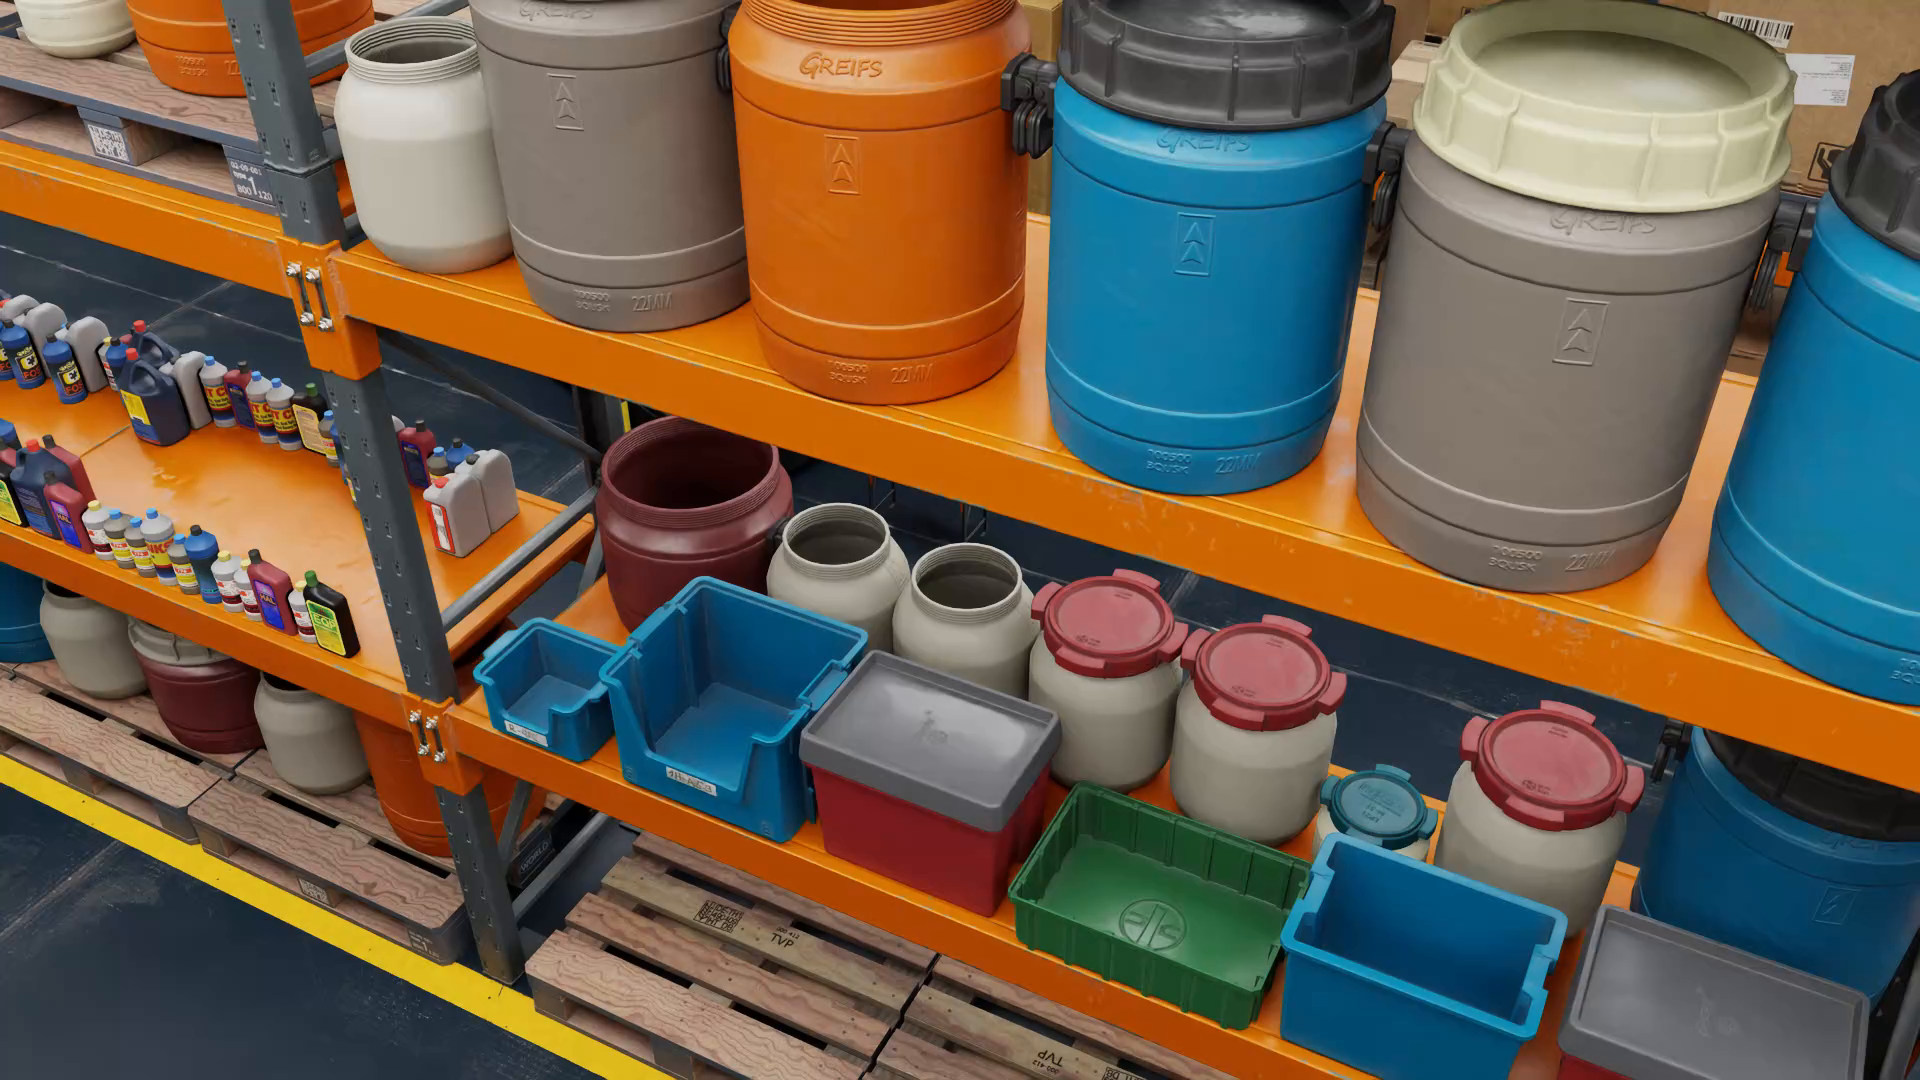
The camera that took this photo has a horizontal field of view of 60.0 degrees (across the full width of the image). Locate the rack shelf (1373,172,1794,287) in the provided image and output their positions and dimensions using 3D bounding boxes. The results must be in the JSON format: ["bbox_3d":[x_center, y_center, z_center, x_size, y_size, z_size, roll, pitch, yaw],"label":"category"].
[{"bbox_3d":[2.687,-1.756,8.177,4.000,0.370,1.077,17,41,21],"label":"rack shelf"}]

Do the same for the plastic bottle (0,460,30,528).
[{"bbox_3d":[-3.220,-0.183,5.606,0.133,0.283,0.061,17,41,21],"label":"plastic bottle"}]

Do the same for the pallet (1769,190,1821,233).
[{"bbox_3d":[3.851,-1.701,7.668,1.213,0.211,1.003,17,41,21],"label":"pallet"}]

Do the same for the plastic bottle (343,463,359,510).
[{"bbox_3d":[-2.054,-0.211,5.711,0.097,0.201,0.097,0,37,0],"label":"plastic bottle"}]

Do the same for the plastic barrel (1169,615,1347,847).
[{"bbox_3d":[0.785,0.531,4.457,0.433,0.535,0.433,0,37,0],"label":"plastic barrel"}]

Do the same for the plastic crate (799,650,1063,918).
[{"bbox_3d":[-0.073,0.649,4.362,0.583,0.464,0.402,17,41,21],"label":"plastic crate"}]

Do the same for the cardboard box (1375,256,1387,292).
[{"bbox_3d":[2.520,-1.301,8.687,0.500,0.500,0.700,21,42,25],"label":"cardboard box"}]

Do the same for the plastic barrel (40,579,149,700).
[{"bbox_3d":[-3.355,0.334,6.539,0.421,0.512,0.421,0,37,0],"label":"plastic barrel"}]

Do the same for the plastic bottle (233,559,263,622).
[{"bbox_3d":[-2.222,0.150,5.235,0.097,0.201,0.097,0,37,0],"label":"plastic bottle"}]

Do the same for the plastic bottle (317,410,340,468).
[{"bbox_3d":[-2.222,-0.367,5.917,0.097,0.201,0.097,0,37,0],"label":"plastic bottle"}]

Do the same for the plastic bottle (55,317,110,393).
[{"bbox_3d":[-3.323,-0.722,6.323,0.135,0.276,0.152,17,41,21],"label":"plastic bottle"}]

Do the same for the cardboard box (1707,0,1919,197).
[{"bbox_3d":[3.821,-2.189,7.309,1.000,1.000,1.000,18,41,22],"label":"cardboard box"}]

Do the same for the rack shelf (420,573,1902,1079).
[{"bbox_3d":[0.409,0.903,4.674,4.000,0.370,1.077,17,41,21],"label":"rack shelf"}]

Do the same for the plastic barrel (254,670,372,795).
[{"bbox_3d":[-2.352,0.648,6.125,0.421,0.512,0.421,0,37,0],"label":"plastic barrel"}]

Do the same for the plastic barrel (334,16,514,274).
[{"bbox_3d":[-1.232,-0.928,3.918,0.421,0.512,0.421,0,37,0],"label":"plastic barrel"}]

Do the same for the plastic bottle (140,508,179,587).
[{"bbox_3d":[-2.567,0.014,5.357,0.097,0.271,0.097,0,37,0],"label":"plastic bottle"}]

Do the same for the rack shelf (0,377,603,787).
[{"bbox_3d":[-3.143,-0.209,6.139,4.000,0.370,1.077,17,41,21],"label":"rack shelf"}]

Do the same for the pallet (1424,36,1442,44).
[{"bbox_3d":[3.947,-3.863,12.665,1.213,0.211,1.003,17,41,21],"label":"pallet"}]

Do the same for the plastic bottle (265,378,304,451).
[{"bbox_3d":[-2.427,-0.459,5.980,0.097,0.271,0.097,0,37,0],"label":"plastic bottle"}]

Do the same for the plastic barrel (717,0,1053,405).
[{"bbox_3d":[-0.157,-0.778,3.459,0.708,0.830,0.600,17,41,21],"label":"plastic barrel"}]

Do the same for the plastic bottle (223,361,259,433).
[{"bbox_3d":[-2.608,-0.533,6.067,0.133,0.283,0.061,17,41,21],"label":"plastic bottle"}]

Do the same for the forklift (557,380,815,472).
[{"bbox_3d":[-1.704,-2.201,8.226,1.130,2.935,3.031,-30,46,-33],"label":"forklift"}]

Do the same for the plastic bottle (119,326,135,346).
[{"bbox_3d":[-3.096,-0.686,6.269,0.133,0.283,0.061,17,41,21],"label":"plastic bottle"}]

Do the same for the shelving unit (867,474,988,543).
[{"bbox_3d":[-0.147,-0.524,7.448,0.503,1.200,0.258,17,41,21],"label":"shelving unit"}]

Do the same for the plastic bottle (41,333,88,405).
[{"bbox_3d":[-3.364,-0.648,6.230,0.097,0.271,0.097,0,37,0],"label":"plastic bottle"}]

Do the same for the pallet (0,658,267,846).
[{"bbox_3d":[-3.166,0.635,6.739,1.213,0.211,1.003,17,41,21],"label":"pallet"}]

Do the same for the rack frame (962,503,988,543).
[{"bbox_3d":[0.070,-0.456,7.358,0.015,1.200,0.240,17,41,21],"label":"rack frame"}]

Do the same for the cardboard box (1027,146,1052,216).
[{"bbox_3d":[0.307,-2.123,9.475,0.875,0.875,1.225,16,40,19],"label":"cardboard box"}]

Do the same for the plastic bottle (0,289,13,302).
[{"bbox_3d":[-3.788,-0.901,6.496,0.185,0.351,0.144,17,41,21],"label":"plastic bottle"}]

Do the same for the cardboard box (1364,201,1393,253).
[{"bbox_3d":[1.995,-1.765,8.677,0.500,0.250,0.500,22,42,26],"label":"cardboard box"}]

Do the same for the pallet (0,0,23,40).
[{"bbox_3d":[-3.170,-1.692,5.173,1.213,0.211,1.003,17,41,21],"label":"pallet"}]

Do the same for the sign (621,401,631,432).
[{"bbox_3d":[-1.120,-0.302,5.532,0.005,0.325,0.100,17,41,21],"label":"sign"}]

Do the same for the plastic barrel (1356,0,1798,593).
[{"bbox_3d":[1.053,-0.428,2.938,0.600,0.901,0.600,0,37,0],"label":"plastic barrel"}]

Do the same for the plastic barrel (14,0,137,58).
[{"bbox_3d":[-2.387,-1.466,4.486,0.301,0.262,0.301,0,37,0],"label":"plastic barrel"}]

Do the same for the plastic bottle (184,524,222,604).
[{"bbox_3d":[-2.394,0.068,5.286,0.097,0.271,0.097,0,37,0],"label":"plastic bottle"}]

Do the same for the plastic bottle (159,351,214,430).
[{"bbox_3d":[-2.834,-0.569,6.122,0.135,0.276,0.152,17,41,21],"label":"plastic bottle"}]

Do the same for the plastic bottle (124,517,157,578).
[{"bbox_3d":[-2.654,0.015,5.414,0.097,0.201,0.097,0,37,0],"label":"plastic bottle"}]

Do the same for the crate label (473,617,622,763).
[{"bbox_3d":[-1.165,0.446,4.820,0.416,0.233,0.303,17,41,21],"label":"crate label"}]

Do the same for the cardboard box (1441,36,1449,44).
[{"bbox_3d":[2.516,-2.394,8.186,0.258,0.266,0.396,16,40,20],"label":"cardboard box"}]

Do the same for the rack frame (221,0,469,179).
[{"bbox_3d":[-1.367,-2.329,3.375,0.127,3.000,1.000,17,41,21],"label":"rack frame"}]

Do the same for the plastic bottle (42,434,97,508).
[{"bbox_3d":[-3.035,-0.223,5.659,0.133,0.283,0.061,17,41,21],"label":"plastic bottle"}]

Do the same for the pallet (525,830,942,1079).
[{"bbox_3d":[-0.697,1.408,5.721,1.213,0.211,1.003,17,41,21],"label":"pallet"}]

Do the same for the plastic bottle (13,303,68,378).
[{"bbox_3d":[-3.529,-0.787,6.408,0.135,0.276,0.152,17,41,21],"label":"plastic bottle"}]

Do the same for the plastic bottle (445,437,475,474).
[{"bbox_3d":[-1.693,-0.229,5.677,0.097,0.271,0.097,0,37,0],"label":"plastic bottle"}]

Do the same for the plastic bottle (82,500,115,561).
[{"bbox_3d":[-2.827,-0.039,5.485,0.097,0.201,0.097,0,37,0],"label":"plastic bottle"}]

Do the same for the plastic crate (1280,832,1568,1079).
[{"bbox_3d":[1.062,1.039,3.913,0.575,0.384,0.392,17,41,21],"label":"plastic crate"}]

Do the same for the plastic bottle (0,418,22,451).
[{"bbox_3d":[-3.326,-0.321,5.799,0.097,0.271,0.097,0,37,0],"label":"plastic bottle"}]

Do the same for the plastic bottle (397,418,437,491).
[{"bbox_3d":[-1.874,-0.303,5.764,0.133,0.283,0.061,17,41,21],"label":"plastic bottle"}]

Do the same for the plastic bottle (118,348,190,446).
[{"bbox_3d":[-2.925,-0.527,6.004,0.185,0.351,0.144,17,41,21],"label":"plastic bottle"}]

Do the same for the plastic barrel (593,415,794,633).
[{"bbox_3d":[-0.816,-0.027,5.192,0.708,0.536,0.600,17,41,21],"label":"plastic barrel"}]

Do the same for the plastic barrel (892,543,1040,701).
[{"bbox_3d":[0.019,0.305,4.775,0.421,0.512,0.421,0,37,0],"label":"plastic barrel"}]

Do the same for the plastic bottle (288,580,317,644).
[{"bbox_3d":[-2.017,0.214,5.151,0.097,0.201,0.097,0,37,0],"label":"plastic bottle"}]

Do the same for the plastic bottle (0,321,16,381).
[{"bbox_3d":[-3.689,-0.750,6.364,0.097,0.271,0.097,0,37,0],"label":"plastic bottle"}]

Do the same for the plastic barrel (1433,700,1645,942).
[{"bbox_3d":[1.436,0.735,4.189,0.433,0.535,0.433,0,37,0],"label":"plastic barrel"}]
